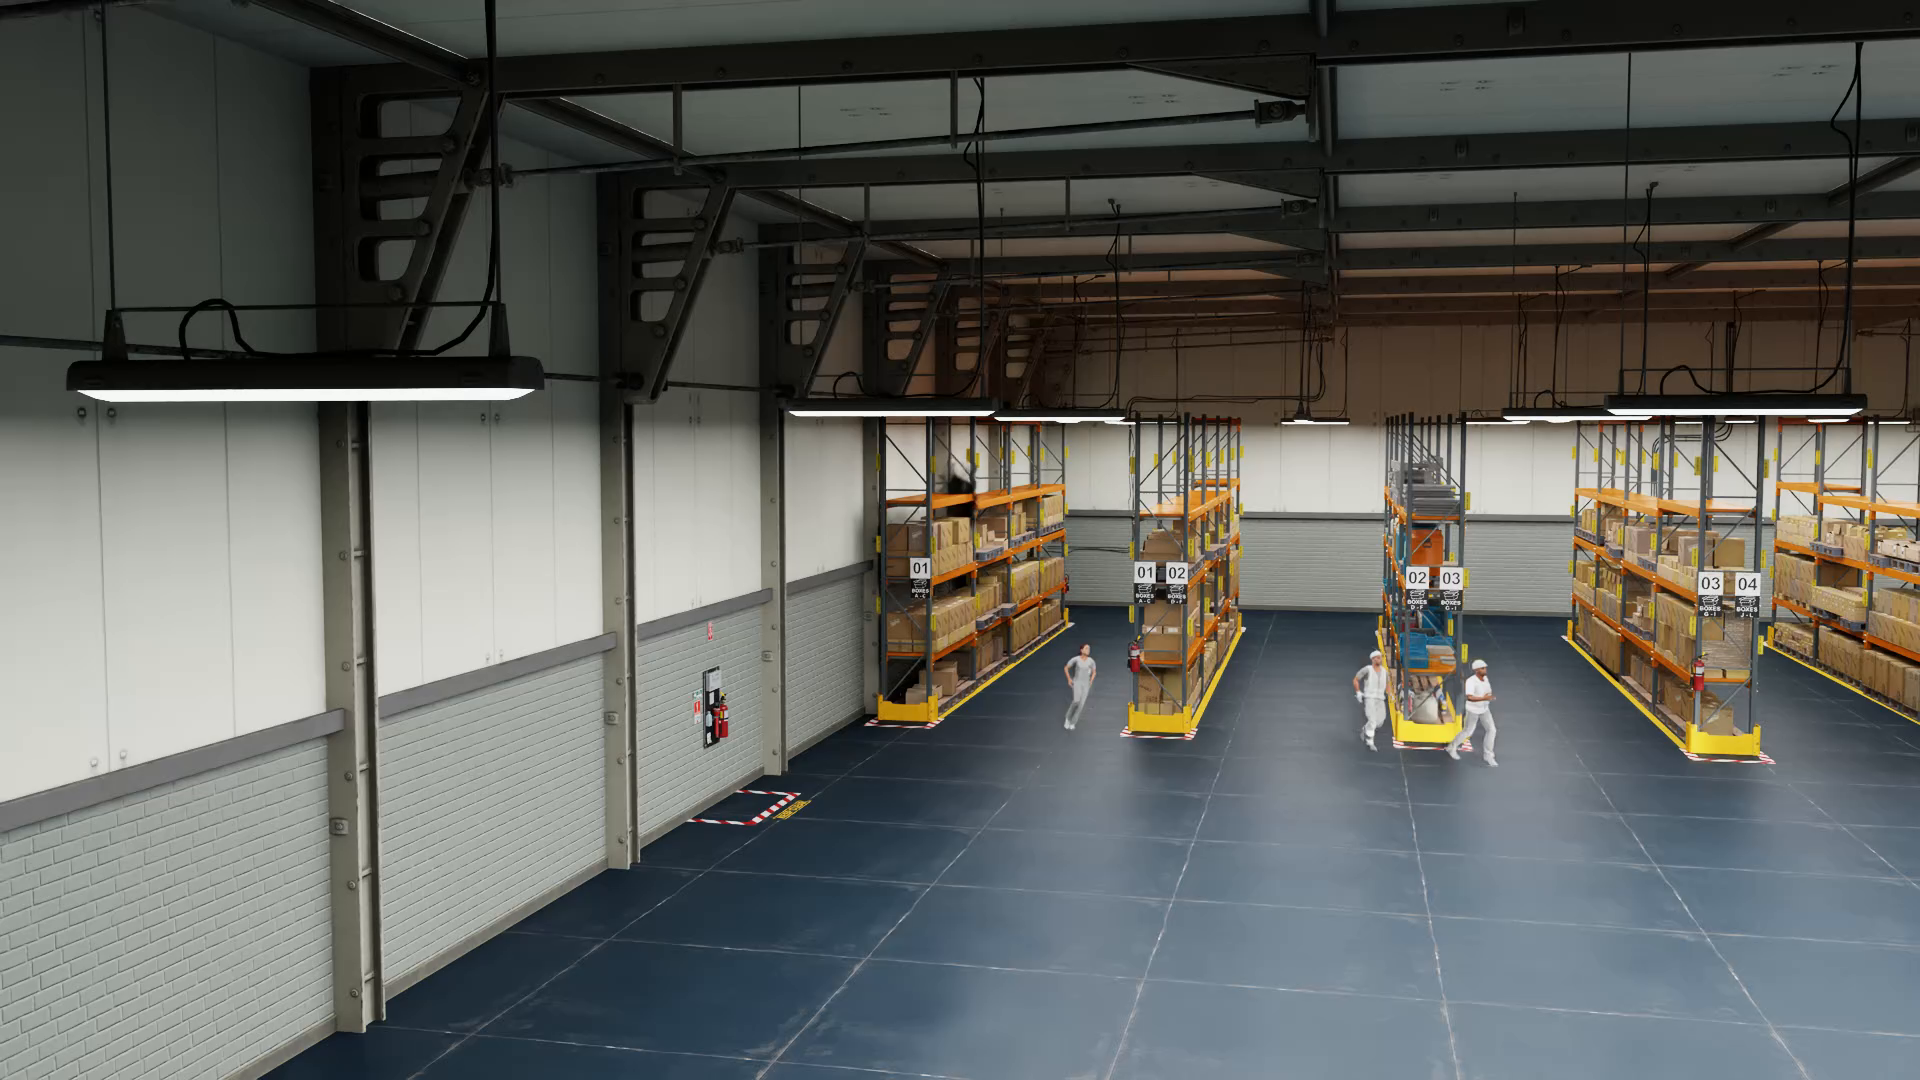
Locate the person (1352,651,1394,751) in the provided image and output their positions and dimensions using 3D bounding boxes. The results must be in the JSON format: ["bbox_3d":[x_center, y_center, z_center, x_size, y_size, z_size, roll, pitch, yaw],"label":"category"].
[{"bbox_3d":[7.397,2.855,29.705,0.718,1.744,0.628,-1,4,-14],"label":"person"}]

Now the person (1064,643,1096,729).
[{"bbox_3d":[2.264,2.740,31.118,0.641,1.605,0.556,-1,4,-9],"label":"person"}]

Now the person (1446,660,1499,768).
[{"bbox_3d":[8.759,2.928,28.286,0.711,1.813,0.911,-3,5,-37],"label":"person"}]
